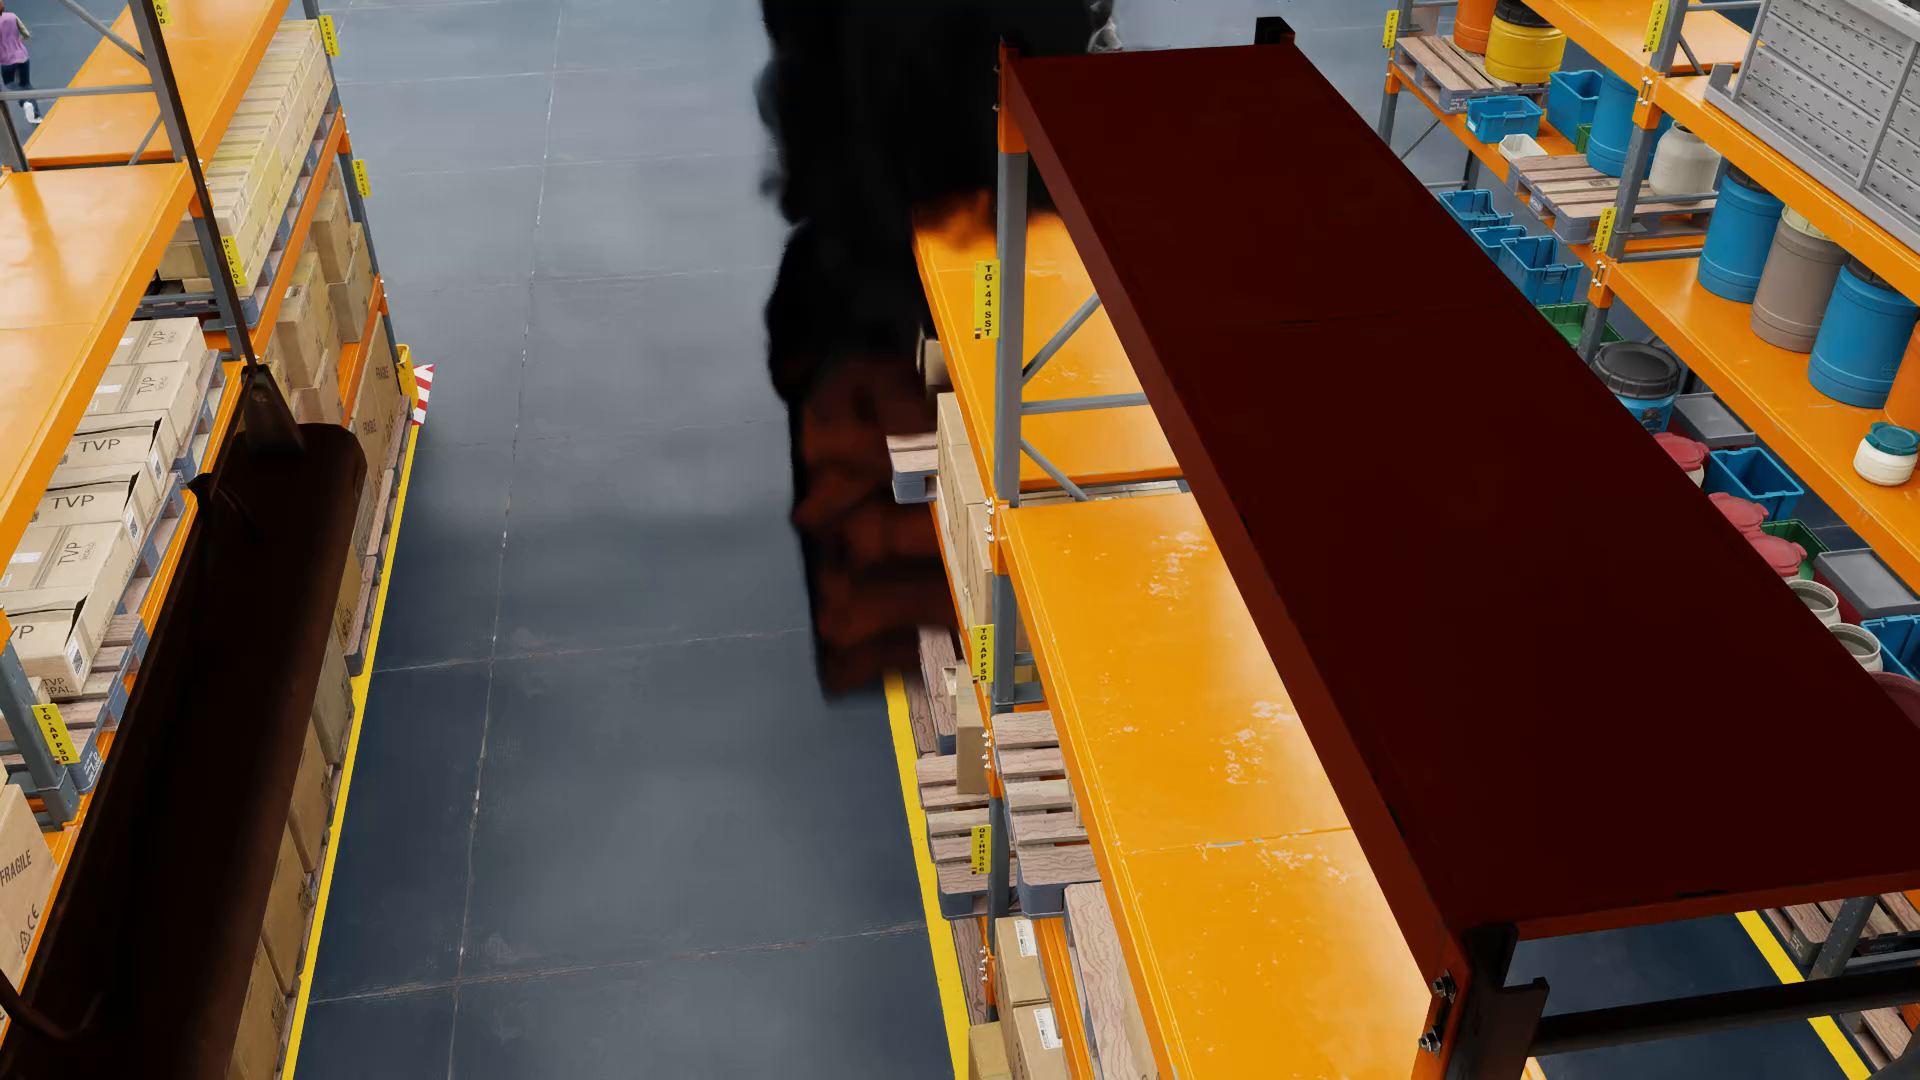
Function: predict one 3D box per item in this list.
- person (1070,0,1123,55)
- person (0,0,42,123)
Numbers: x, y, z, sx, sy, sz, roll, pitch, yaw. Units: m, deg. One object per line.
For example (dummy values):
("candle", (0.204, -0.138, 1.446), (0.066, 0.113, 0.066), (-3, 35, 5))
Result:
("person", (1.632, -5.340, 19.230), (0.798, 1.817, 0.619), (11, 38, 15))
("person", (-11.413, -5.777, 20.006), (0.562, 1.560, 0.570), (27, 44, 32))
